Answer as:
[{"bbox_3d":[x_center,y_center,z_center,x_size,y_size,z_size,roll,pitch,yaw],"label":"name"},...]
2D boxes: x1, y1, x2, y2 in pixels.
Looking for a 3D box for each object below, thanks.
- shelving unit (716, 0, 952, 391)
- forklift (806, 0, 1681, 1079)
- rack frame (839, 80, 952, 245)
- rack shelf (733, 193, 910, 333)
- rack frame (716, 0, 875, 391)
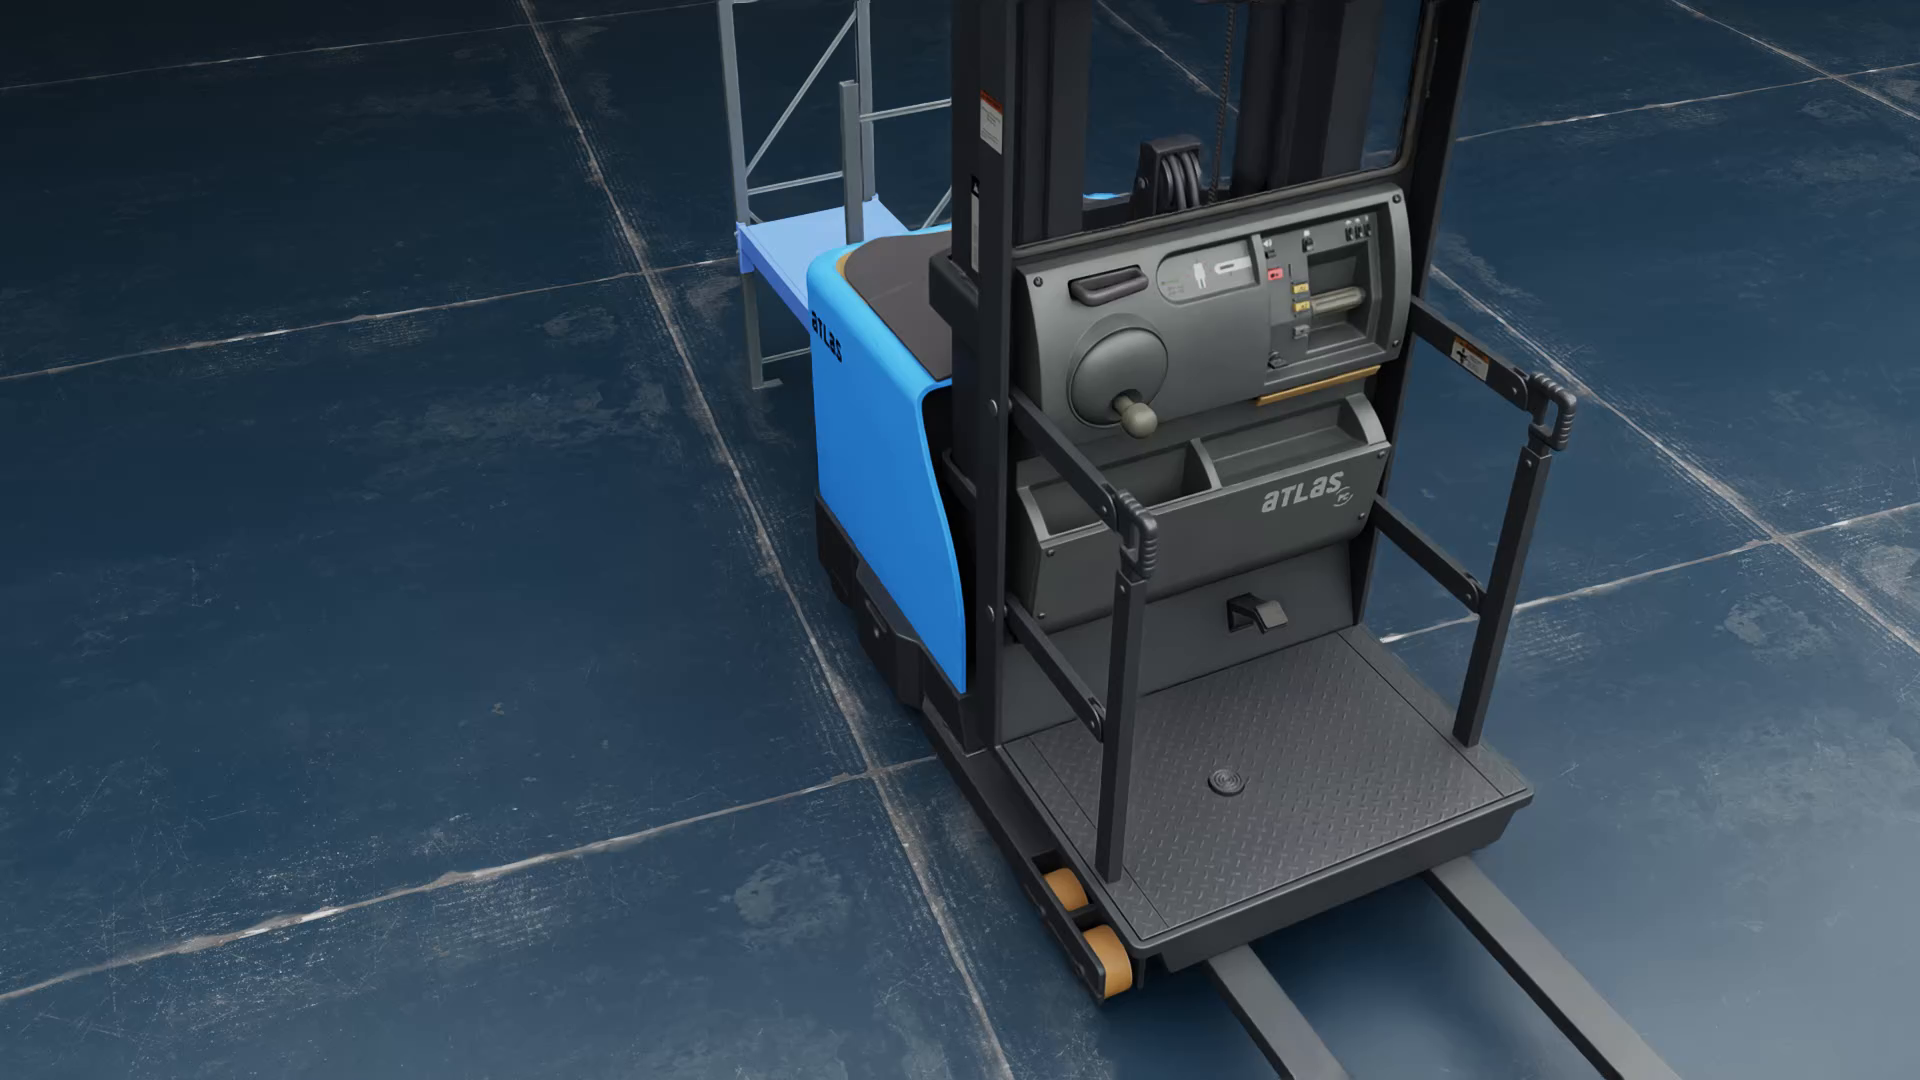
[{"bbox_3d":[-0.304,-0.929,5.237,0.538,1.500,1.048,-16,40,-20],"label":"shelving unit"},{"bbox_3d":[0.657,-0.417,3.368,1.130,2.935,3.031,-16,40,-20],"label":"forklift"},{"bbox_3d":[-0.085,-0.653,4.871,0.500,1.500,0.032,-16,40,-20],"label":"rack frame"},{"bbox_3d":[-0.304,-0.786,5.345,0.538,0.185,1.000,-16,40,-20],"label":"rack shelf"},{"bbox_3d":[-0.523,-1.205,5.604,0.500,1.500,0.032,-16,40,-20],"label":"rack frame"}]
